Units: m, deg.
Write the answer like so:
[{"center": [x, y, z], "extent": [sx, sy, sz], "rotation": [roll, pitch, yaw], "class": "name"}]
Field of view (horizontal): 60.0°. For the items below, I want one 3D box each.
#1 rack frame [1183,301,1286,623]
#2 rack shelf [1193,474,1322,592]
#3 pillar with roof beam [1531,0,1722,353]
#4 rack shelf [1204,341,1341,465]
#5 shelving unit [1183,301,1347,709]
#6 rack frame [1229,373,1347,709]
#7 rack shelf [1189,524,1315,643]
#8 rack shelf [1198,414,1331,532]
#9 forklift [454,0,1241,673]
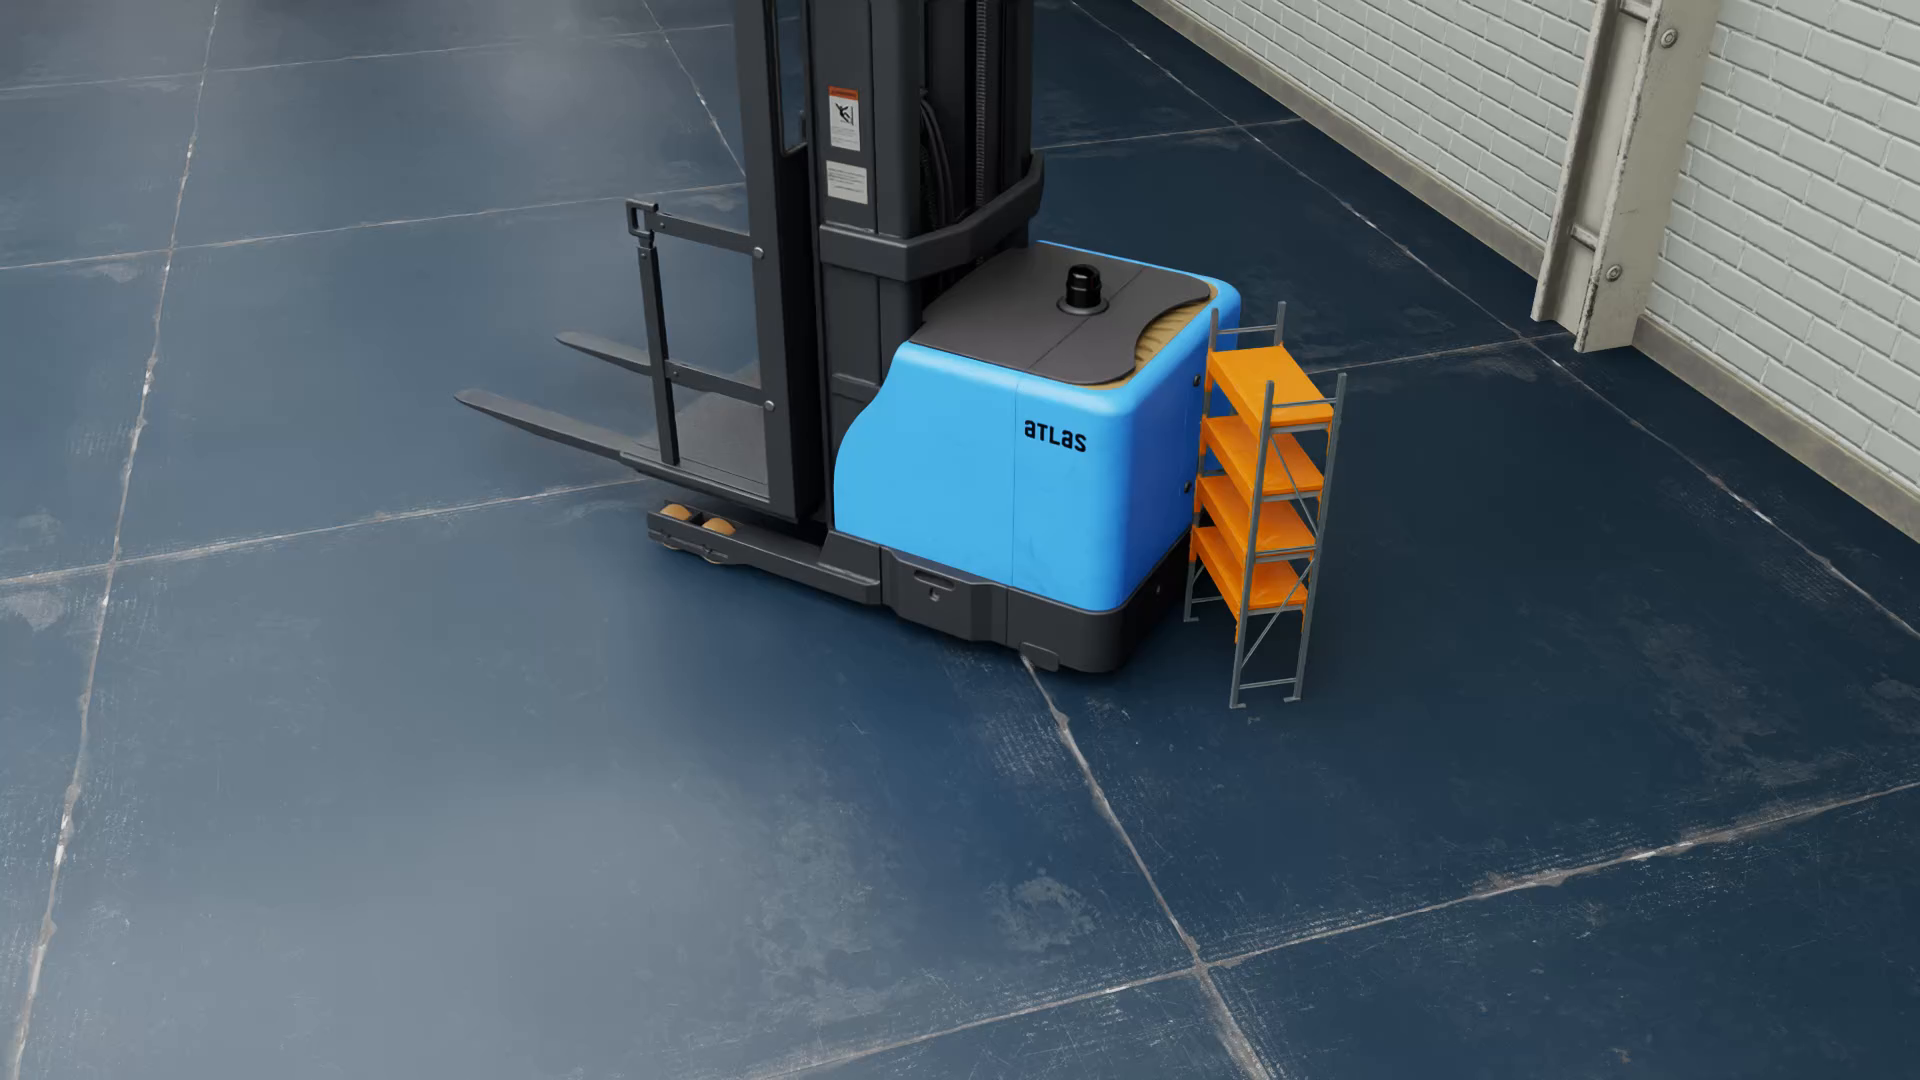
[{"center": [0.900, -0.229, 5.509], "extent": [0.240, 1.200, 0.015], "rotation": [-6, 34, -10], "class": "rack frame"}, {"center": [0.949, -0.041, 5.346], "extent": [0.258, 0.148, 0.480], "rotation": [-6, 34, -10], "class": "rack shelf"}, {"center": [-1.205, -4.007, 4.152], "extent": [9.100, 9.000, 0.400], "rotation": [-10, 35, -15], "class": "pillar with roof beam"}, {"center": [0.949, -0.425, 5.093], "extent": [0.258, 0.148, 0.480], "rotation": [-6, 34, -10], "class": "rack shelf"}, {"center": [0.949, -0.097, 5.309], "extent": [0.258, 1.200, 0.503], "rotation": [-6, 34, -10], "class": "shelving unit"}, {"center": [0.997, 0.034, 5.110], "extent": [0.240, 1.200, 0.015], "rotation": [-6, 34, -10], "class": "rack frame"}, {"center": [0.949, 0.124, 5.456], "extent": [0.258, 0.148, 0.480], "rotation": [-6, 34, -10], "class": "rack shelf"}, {"center": [0.949, -0.228, 5.223], "extent": [0.258, 0.148, 0.480], "rotation": [-6, 34, -10], "class": "rack shelf"}, {"center": [-0.572, -1.368, 5.661], "extent": [3.031, 2.935, 1.130], "rotation": [17, 37, 24], "class": "forklift"}]
